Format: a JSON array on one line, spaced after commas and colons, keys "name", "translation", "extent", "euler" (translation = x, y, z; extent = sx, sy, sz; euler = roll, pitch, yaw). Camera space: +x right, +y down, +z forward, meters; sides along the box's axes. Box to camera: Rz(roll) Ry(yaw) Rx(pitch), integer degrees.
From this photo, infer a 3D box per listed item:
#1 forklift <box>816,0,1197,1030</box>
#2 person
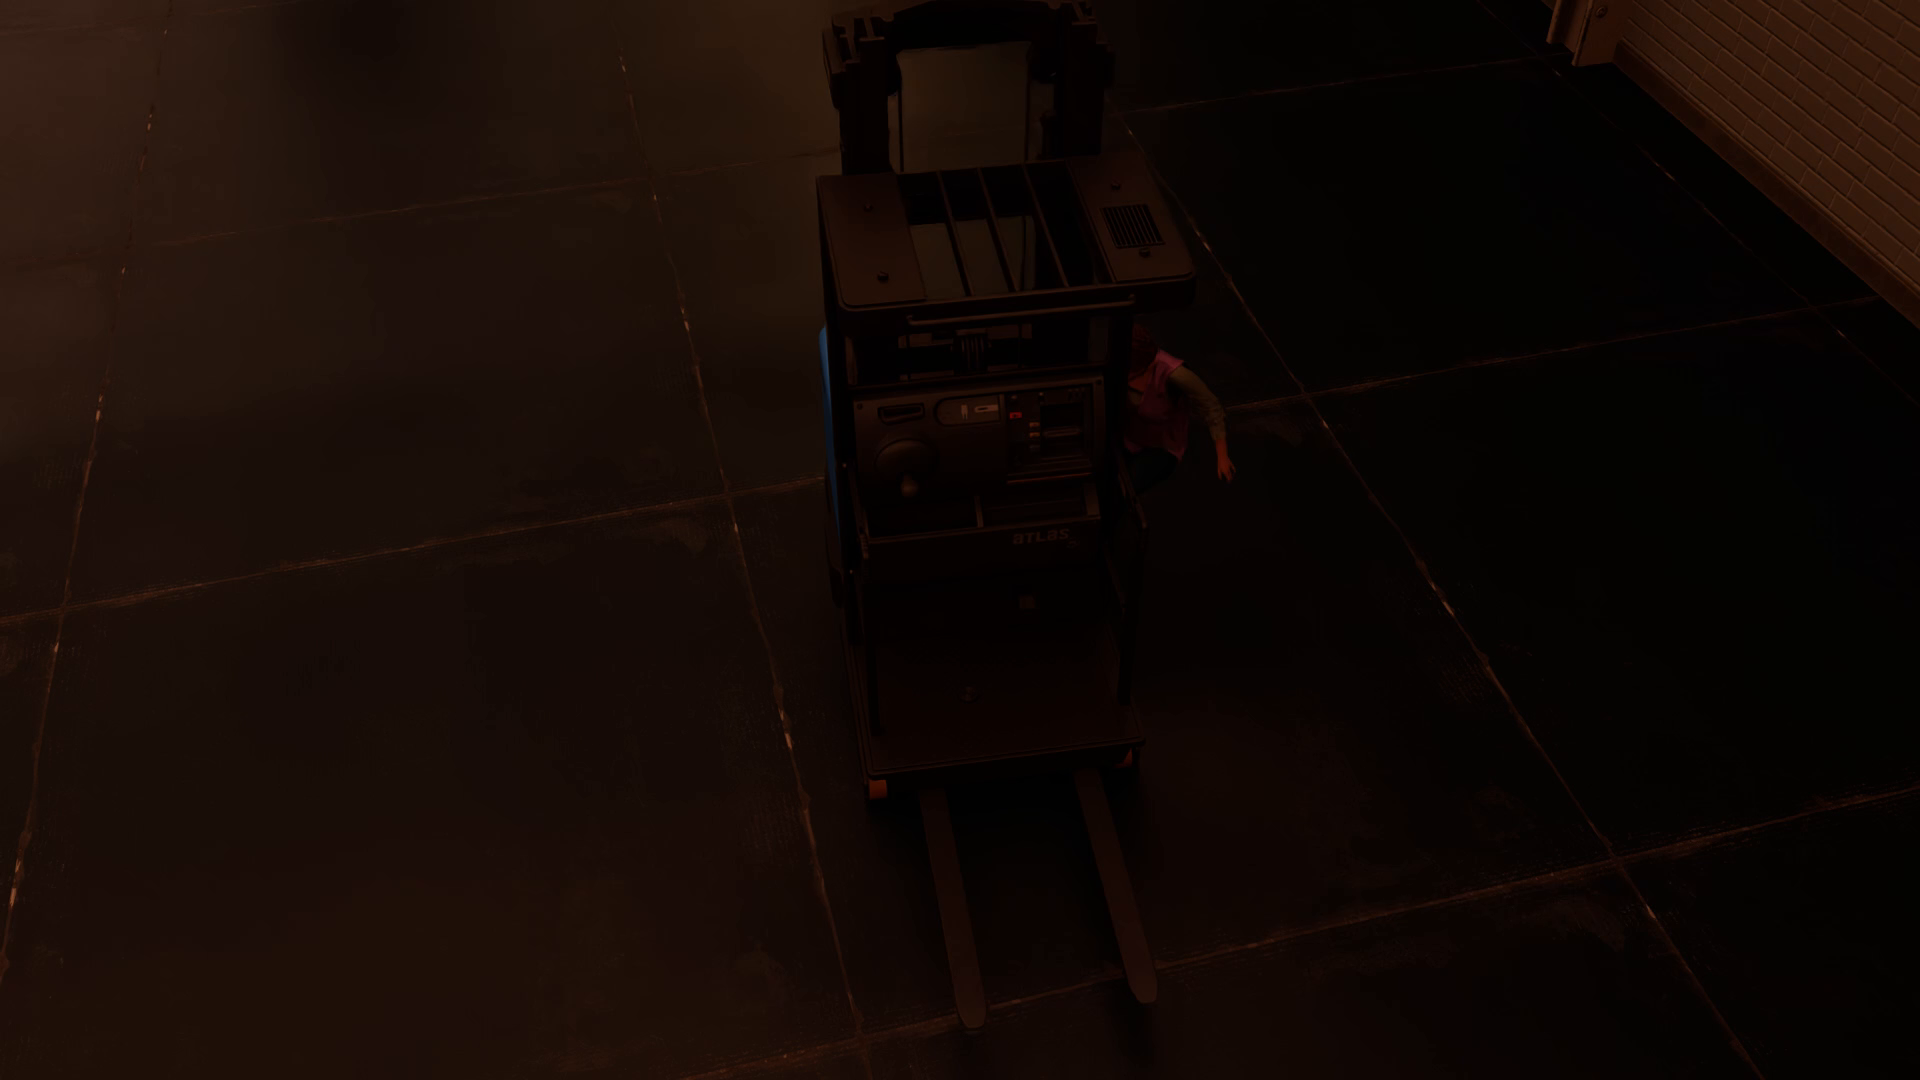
[{"name": "forklift", "translation": [0.113, -0.294, 5.956], "extent": [1.130, 2.935, 3.031], "euler": [-6, 44, -7]}, {"name": "person", "translation": [0.702, -0.297, 7.170], "extent": [0.778, 1.369, 0.823], "euler": [26, 49, 25]}]
